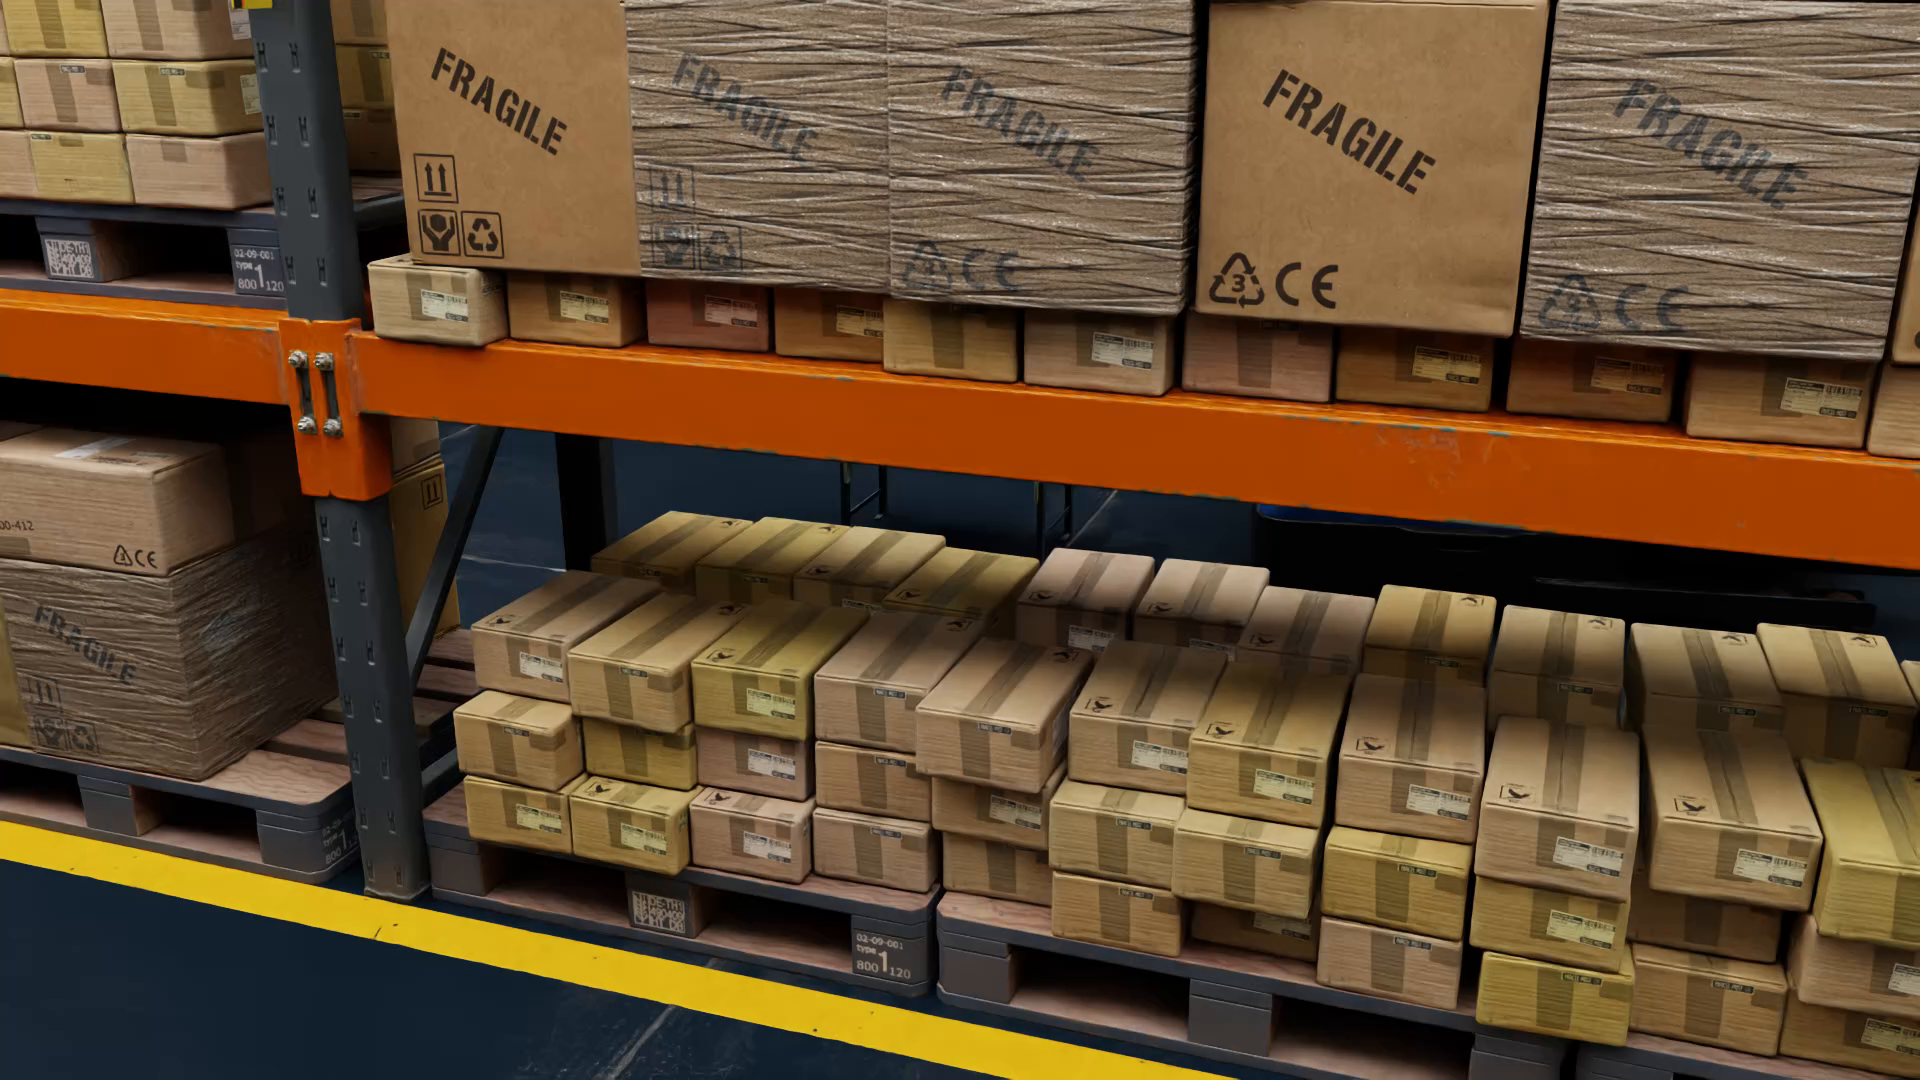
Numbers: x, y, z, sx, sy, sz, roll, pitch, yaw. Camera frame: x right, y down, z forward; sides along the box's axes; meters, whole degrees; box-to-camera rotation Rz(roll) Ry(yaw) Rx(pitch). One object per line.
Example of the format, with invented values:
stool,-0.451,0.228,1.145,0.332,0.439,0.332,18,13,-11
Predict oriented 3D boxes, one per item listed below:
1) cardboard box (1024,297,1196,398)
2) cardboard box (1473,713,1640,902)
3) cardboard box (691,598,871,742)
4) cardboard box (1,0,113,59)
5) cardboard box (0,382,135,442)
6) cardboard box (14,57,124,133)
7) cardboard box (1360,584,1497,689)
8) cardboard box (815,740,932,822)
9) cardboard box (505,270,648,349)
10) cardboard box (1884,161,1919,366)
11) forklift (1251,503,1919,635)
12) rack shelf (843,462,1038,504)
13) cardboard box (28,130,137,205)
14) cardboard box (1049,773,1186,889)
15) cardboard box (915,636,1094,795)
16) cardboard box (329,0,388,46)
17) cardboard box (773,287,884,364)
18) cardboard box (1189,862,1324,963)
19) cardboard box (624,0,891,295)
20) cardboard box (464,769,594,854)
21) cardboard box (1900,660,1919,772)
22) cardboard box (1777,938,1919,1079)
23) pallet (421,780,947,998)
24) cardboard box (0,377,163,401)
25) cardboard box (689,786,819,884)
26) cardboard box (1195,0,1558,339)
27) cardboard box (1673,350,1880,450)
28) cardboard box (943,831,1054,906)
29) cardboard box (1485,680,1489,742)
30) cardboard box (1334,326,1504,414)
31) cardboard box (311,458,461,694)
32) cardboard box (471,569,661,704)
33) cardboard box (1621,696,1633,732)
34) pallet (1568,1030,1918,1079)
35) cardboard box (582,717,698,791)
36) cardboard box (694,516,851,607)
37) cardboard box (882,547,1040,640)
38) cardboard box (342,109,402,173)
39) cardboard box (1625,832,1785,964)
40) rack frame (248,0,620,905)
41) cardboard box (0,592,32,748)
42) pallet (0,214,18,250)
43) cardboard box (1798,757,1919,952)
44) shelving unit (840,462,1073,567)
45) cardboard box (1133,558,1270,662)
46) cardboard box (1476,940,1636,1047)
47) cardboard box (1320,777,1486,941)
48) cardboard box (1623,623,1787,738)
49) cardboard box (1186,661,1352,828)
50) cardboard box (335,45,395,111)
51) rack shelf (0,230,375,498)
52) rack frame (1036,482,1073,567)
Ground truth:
cardboard box,0.295,-0.382,2.996,0.250,0.149,0.380,7,21,20
cardboard box,1.069,0.468,2.967,0.250,0.149,0.380,7,21,20
cardboard box,-0.372,0.269,3.537,0.250,0.149,0.380,6,20,17
cardboard box,-1.823,-1.132,3.607,0.250,0.149,0.380,6,20,16
cardboard box,-2.393,-0.194,4.095,0.500,0.250,0.500,8,21,21
cardboard box,-1.815,-0.990,3.650,0.250,0.149,0.380,7,20,18
cardboard box,1.020,0.241,3.618,0.250,0.149,0.380,7,20,19
cardboard box,-0.123,0.431,3.525,0.250,0.149,0.380,5,20,15
cardboard box,-0.697,-0.504,3.347,0.250,0.149,0.380,7,20,20
cardboard box,1.659,-0.541,2.468,0.500,0.500,0.500,6,20,17
forklift,2.525,-1.242,5.186,3.031,2.935,1.130,3,19,9
rack shelf,-0.006,-0.401,5.939,0.720,0.370,0.431,7,20,18
cardboard box,-1.811,-0.849,3.698,0.250,0.149,0.380,7,20,18
cardboard box,0.346,0.515,3.284,0.250,0.149,0.380,6,20,18
cardboard box,0.095,0.343,3.325,0.250,0.149,0.380,7,20,19
cardboard box,-1.346,-1.306,4.106,0.250,0.149,0.380,8,21,21
cardboard box,-0.173,-0.461,3.222,0.250,0.149,0.380,6,20,16
cardboard box,0.625,0.659,3.321,0.250,0.149,0.380,7,20,20
cardboard box,-0.270,-0.765,3.109,0.500,0.500,0.500,7,20,18
cardboard box,-0.887,0.527,3.700,0.250,0.149,0.380,6,20,16
cardboard box,1.970,0.384,3.206,0.250,0.149,0.380,7,20,19
cardboard box,1.590,0.776,2.985,0.250,0.149,0.380,6,20,18
pallet,-0.479,0.618,3.982,1.213,0.211,1.003,7,20,18
cardboard box,-2.240,-0.351,4.546,0.500,0.250,0.500,7,20,20
cardboard box,-0.383,0.567,3.587,0.250,0.149,0.380,6,20,18
cardboard box,0.710,-0.650,2.781,0.500,0.500,0.500,8,21,21
cardboard box,1.300,-0.276,2.691,0.250,0.149,0.380,6,20,16
cardboard box,0.138,0.597,3.501,0.250,0.149,0.380,6,20,16
cardboard box,0.984,0.420,3.555,0.250,0.149,0.380,8,21,21
cardboard box,0.809,-0.347,2.896,0.250,0.149,0.380,7,20,19
cardboard box,-1.736,0.060,4.507,0.500,0.500,0.500,7,21,20
cardboard box,-0.868,0.209,3.710,0.250,0.149,0.380,7,21,20
cardboard box,1.535,0.436,3.511,0.250,0.149,0.380,7,20,20
pallet,1.826,0.882,3.226,1.213,0.211,1.003,7,20,18
cardboard box,-0.619,0.385,3.655,0.250,0.149,0.380,7,20,18
cardboard box,-0.449,0.080,4.080,0.250,0.149,0.380,7,20,19
cardboard box,0.008,0.157,3.859,0.250,0.149,0.380,7,20,20
cardboard box,-1.346,-1.025,4.204,0.250,0.149,0.380,6,20,15
cardboard box,1.349,0.595,3.055,0.250,0.149,0.380,6,20,17
rack frame,-1.125,-0.760,3.699,0.127,3.000,1.000,7,20,18
cardboard box,-2.392,0.165,4.206,0.500,0.500,0.500,6,20,17
pallet,-3.020,-0.900,4.394,1.213,0.211,1.003,7,20,18
cardboard box,1.565,0.527,2.796,0.250,0.149,0.380,6,20,17
shelving unit,-0.006,-0.709,5.831,0.755,1.500,0.431,7,20,18
cardboard box,0.552,0.182,3.785,0.250,0.149,0.380,6,20,16
cardboard box,1.091,0.746,3.073,0.250,0.149,0.380,6,20,16
cardboard box,0.840,0.570,3.125,0.250,0.149,0.380,8,21,21
cardboard box,1.513,0.316,3.401,0.250,0.149,0.380,6,20,15
cardboard box,0.600,0.385,3.203,0.250,0.149,0.380,7,20,18
cardboard box,-1.346,-1.166,4.155,0.250,0.149,0.380,7,20,19
rack shelf,-3.014,-0.636,4.438,4.000,0.370,1.077,7,20,18
rack frame,0.339,-0.669,5.718,0.023,1.500,0.400,7,20,18
